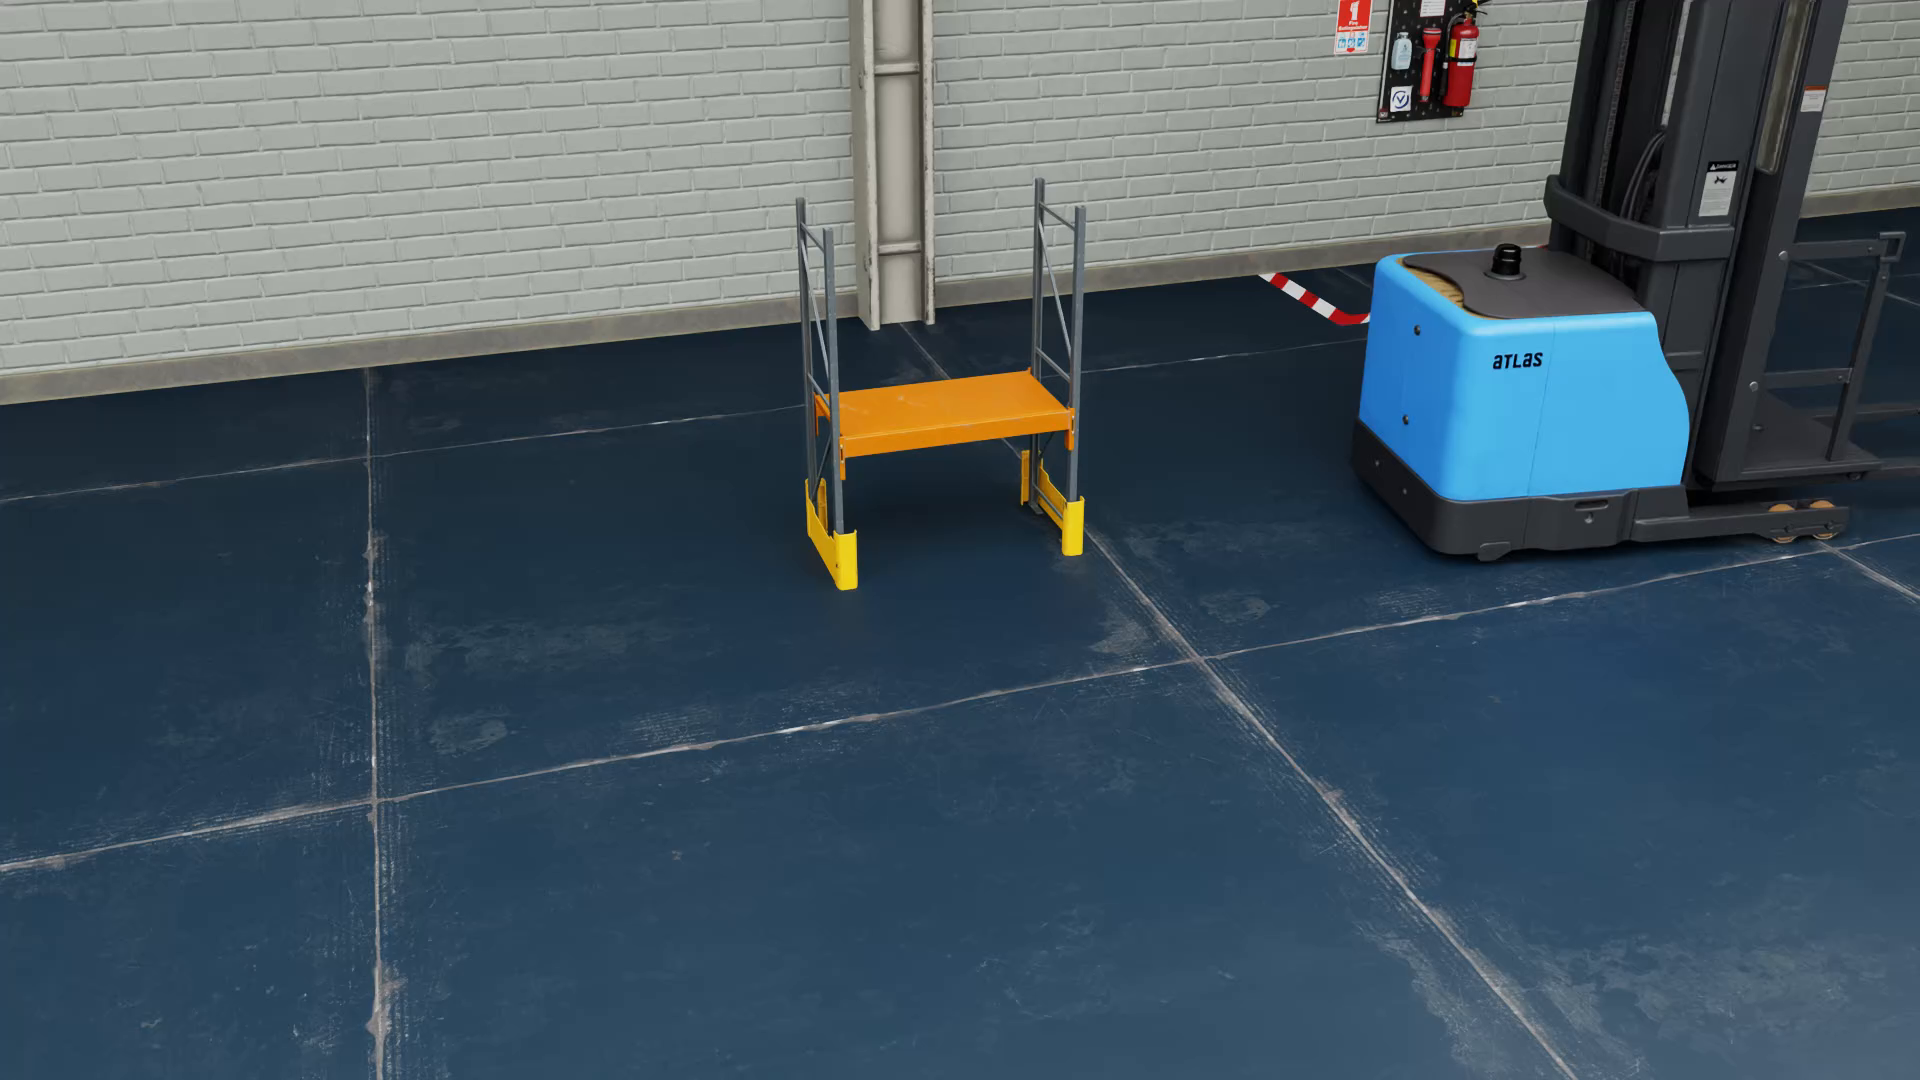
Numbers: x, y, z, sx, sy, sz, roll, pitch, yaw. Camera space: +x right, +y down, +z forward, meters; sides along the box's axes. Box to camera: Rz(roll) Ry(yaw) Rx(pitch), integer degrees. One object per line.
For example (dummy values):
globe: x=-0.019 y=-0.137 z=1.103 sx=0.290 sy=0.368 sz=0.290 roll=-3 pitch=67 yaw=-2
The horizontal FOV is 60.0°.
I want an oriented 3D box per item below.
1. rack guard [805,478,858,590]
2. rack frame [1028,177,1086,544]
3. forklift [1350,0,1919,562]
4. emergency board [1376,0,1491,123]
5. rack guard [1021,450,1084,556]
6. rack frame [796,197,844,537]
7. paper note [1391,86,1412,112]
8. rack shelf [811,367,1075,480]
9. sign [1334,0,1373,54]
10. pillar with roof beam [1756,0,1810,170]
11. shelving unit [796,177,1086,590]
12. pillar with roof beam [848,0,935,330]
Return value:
rack guard: x=-0.546 y=-0.033 z=7.035 sx=0.087 sy=0.250 sz=0.587 roll=-8 pitch=28 yaw=-16
rack frame: x=0.402 y=-0.730 z=7.034 sx=0.032 sy=1.500 sz=0.500 roll=-8 pitch=28 yaw=-16
forklift: x=3.396 y=-1.526 z=7.028 sx=3.031 sy=2.935 sz=1.130 roll=-5 pitch=27 yaw=-9
emergency board: x=2.963 y=-3.162 z=10.246 sx=0.643 sy=1.169 sz=0.194 roll=-8 pitch=28 yaw=-16
rack guard: x=0.401 y=-0.170 z=7.311 sx=0.087 sy=0.250 sz=0.587 roll=-8 pitch=28 yaw=-16
rack frame: x=-0.564 y=-0.590 z=6.752 sx=0.032 sy=1.500 sz=0.500 roll=-8 pitch=28 yaw=-16
paper note: x=2.773 y=-2.772 z=10.451 sx=0.142 sy=0.148 sz=0.016 roll=-8 pitch=28 yaw=-16
rack shelf: x=-0.081 y=-0.499 z=6.973 sx=1.000 sy=0.185 sz=0.538 roll=-8 pitch=28 yaw=-16
sign: x=2.405 y=-3.145 z=10.172 sx=0.234 sy=0.329 sz=0.001 roll=-8 pitch=28 yaw=-16
pillar with roof beam: x=6.658 y=-4.353 z=5.898 sx=0.400 sy=9.000 sz=9.100 roll=-8 pitch=28 yaw=-16
shelving unit: x=-0.072 y=-0.661 z=6.895 sx=1.083 sy=1.500 sz=0.587 roll=-8 pitch=28 yaw=-16
pillar with roof beam: x=0.953 y=-3.527 z=4.234 sx=0.400 sy=9.000 sz=9.100 roll=-8 pitch=28 yaw=-16
